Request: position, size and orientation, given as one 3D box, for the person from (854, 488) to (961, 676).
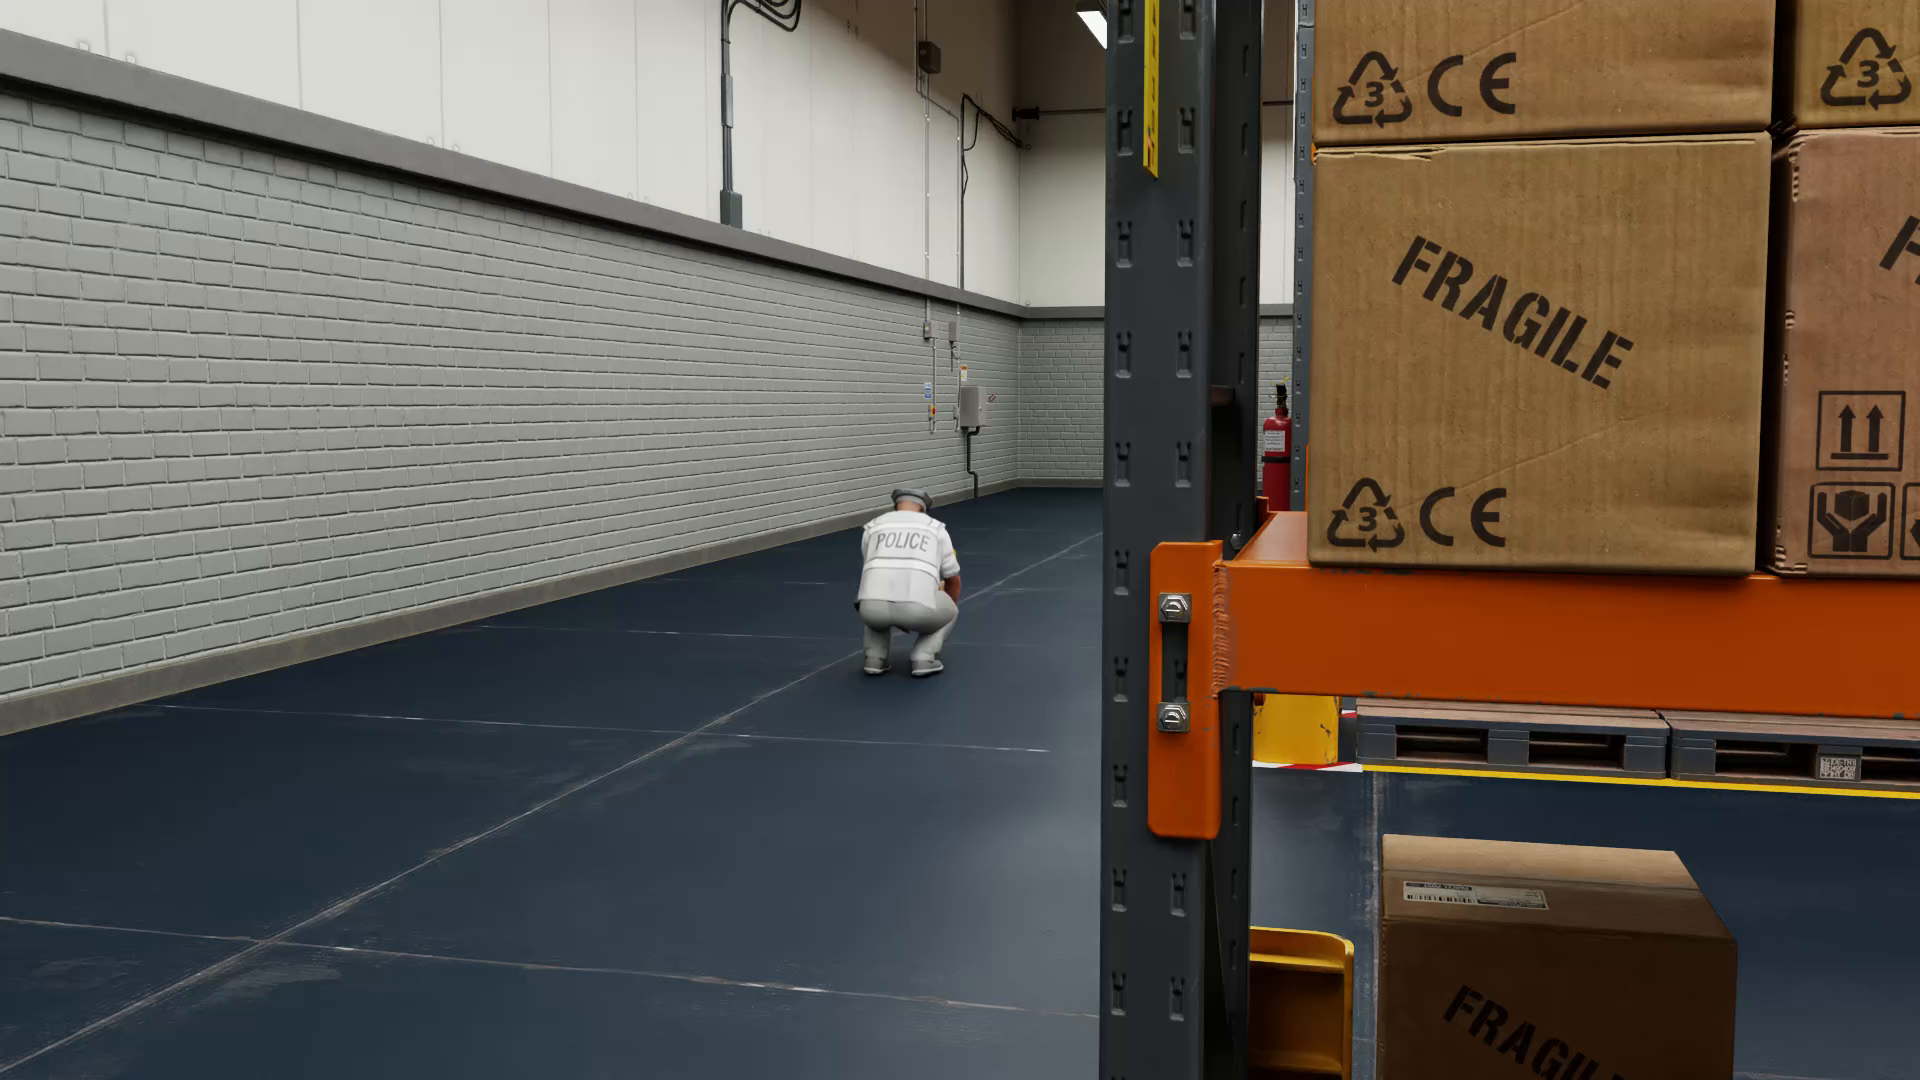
[{"bbox_3d":[-0.299,0.227,9.295,0.554,1.010,0.904,1,5,14],"label":"person"}]
